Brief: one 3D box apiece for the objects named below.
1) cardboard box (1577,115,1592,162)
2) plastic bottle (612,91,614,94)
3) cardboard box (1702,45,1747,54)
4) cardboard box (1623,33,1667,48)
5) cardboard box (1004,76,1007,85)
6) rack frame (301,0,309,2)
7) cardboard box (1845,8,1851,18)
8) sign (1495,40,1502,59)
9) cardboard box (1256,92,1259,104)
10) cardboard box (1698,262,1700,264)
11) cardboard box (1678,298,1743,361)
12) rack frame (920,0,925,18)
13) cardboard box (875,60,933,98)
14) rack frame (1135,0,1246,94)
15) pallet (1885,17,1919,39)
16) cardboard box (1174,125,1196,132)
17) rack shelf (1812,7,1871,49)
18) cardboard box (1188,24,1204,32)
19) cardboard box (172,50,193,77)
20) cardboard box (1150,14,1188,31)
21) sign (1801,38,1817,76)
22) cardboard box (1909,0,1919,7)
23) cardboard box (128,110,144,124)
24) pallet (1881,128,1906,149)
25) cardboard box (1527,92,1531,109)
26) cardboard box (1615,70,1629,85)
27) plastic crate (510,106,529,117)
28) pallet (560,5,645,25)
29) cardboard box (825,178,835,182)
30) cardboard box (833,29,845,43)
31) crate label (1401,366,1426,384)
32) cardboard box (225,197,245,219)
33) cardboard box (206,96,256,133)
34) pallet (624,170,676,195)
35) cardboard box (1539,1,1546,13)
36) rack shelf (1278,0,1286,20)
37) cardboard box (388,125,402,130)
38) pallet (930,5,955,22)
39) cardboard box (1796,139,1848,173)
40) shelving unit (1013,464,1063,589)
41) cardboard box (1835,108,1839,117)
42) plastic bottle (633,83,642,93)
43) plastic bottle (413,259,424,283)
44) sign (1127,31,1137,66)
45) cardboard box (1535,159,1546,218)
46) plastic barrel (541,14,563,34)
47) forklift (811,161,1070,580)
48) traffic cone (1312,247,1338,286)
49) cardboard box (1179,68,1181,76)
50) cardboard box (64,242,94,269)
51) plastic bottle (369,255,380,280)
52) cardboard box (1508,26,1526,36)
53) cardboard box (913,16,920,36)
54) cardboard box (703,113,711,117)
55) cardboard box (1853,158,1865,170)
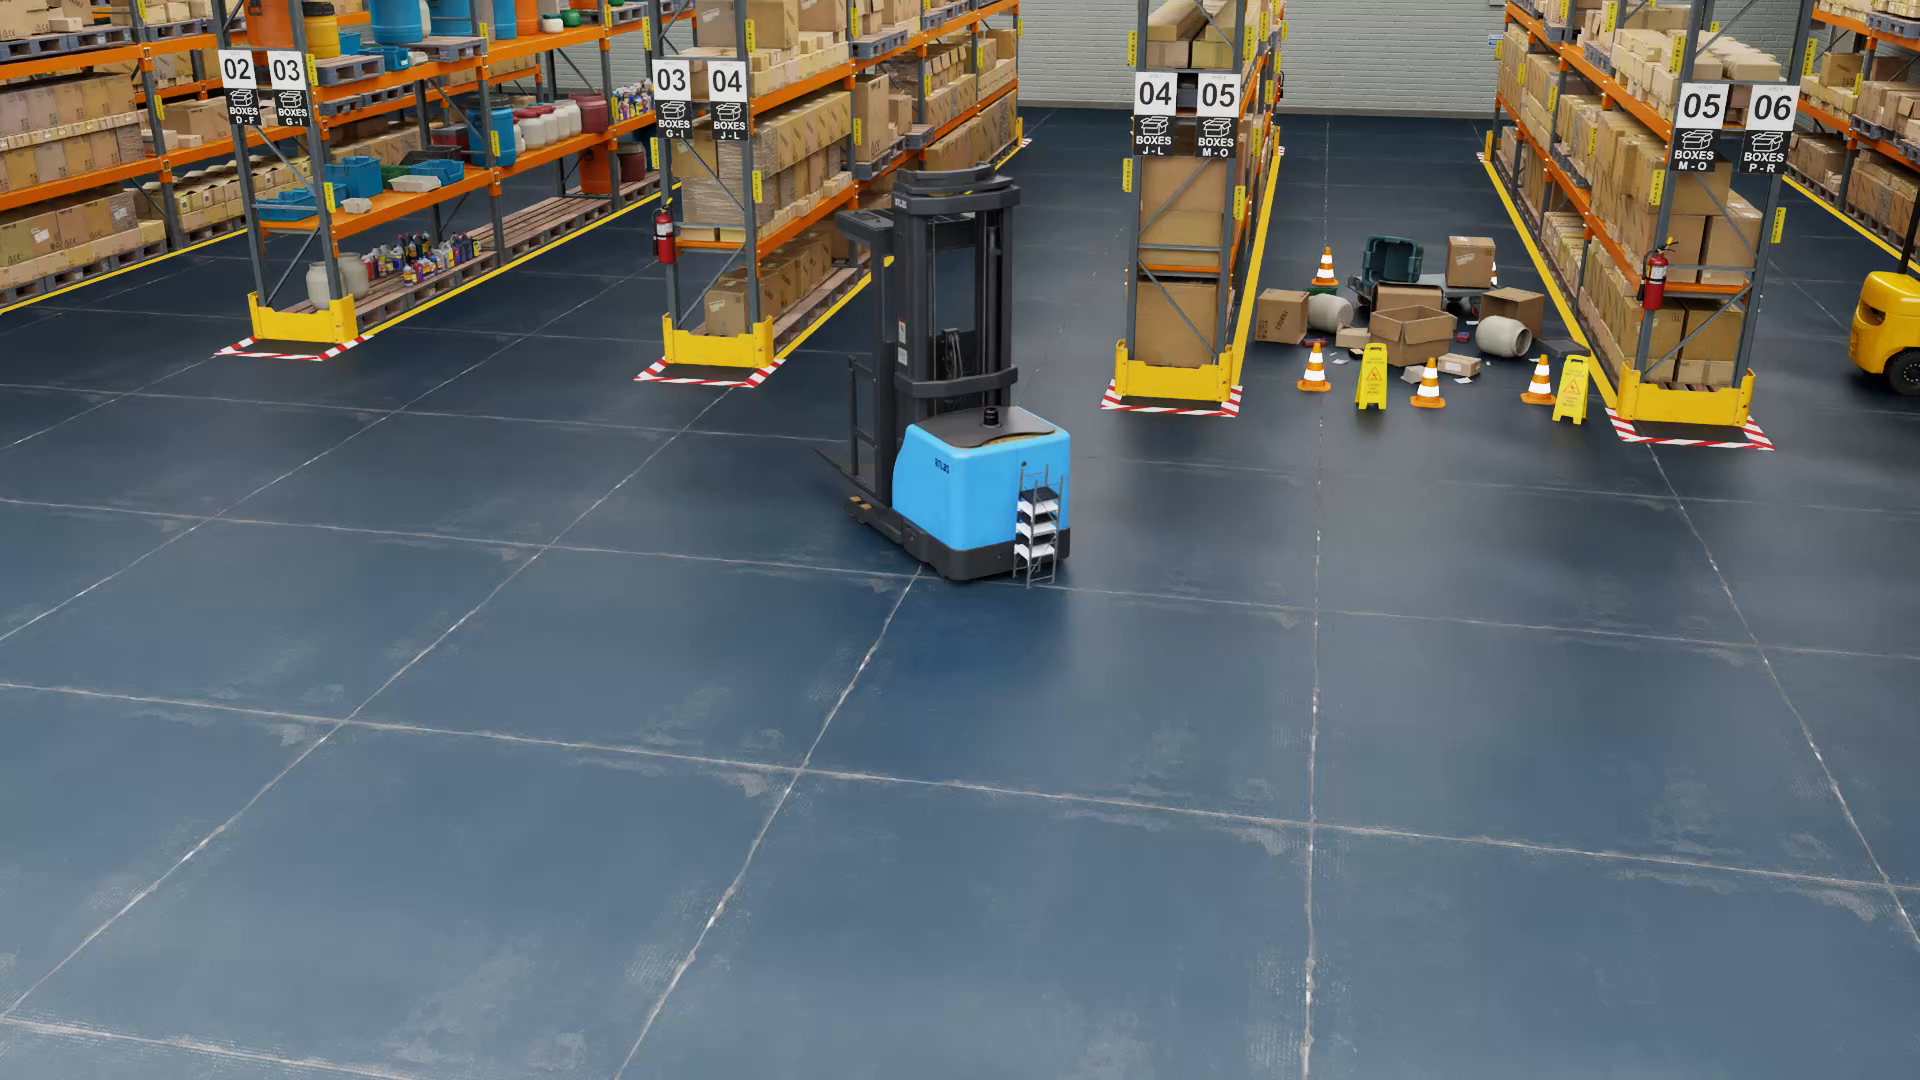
[{"bbox_3d":[7.952,-4.961,20.564,0.500,0.500,0.500,5,23,13],"label":"cardboard box"},{"bbox_3d":[-5.821,-7.386,27.849,0.097,0.271,0.097,0,22,0],"label":"plastic bottle"},{"bbox_3d":[7.668,-4.877,16.701,0.380,0.149,0.250,5,22,12],"label":"cardboard box"},{"bbox_3d":[7.400,-5.387,17.969,0.380,0.149,0.250,4,22,9],"label":"cardboard box"},{"bbox_3d":[0.661,-8.525,30.842,0.380,0.149,0.250,4,22,10],"label":"cardboard box"},{"bbox_3d":[-10.711,-9.784,25.601,1.000,3.000,0.127,4,22,11],"label":"rack frame"},{"bbox_3d":[14.447,-8.468,26.686,0.380,0.149,0.250,5,22,11],"label":"cardboard box"},{"bbox_3d":[9.778,-8.898,30.166,0.100,0.325,0.005,4,22,11],"label":"sign"},{"bbox_3d":[4.211,-6.526,24.520,0.380,0.149,0.250,4,22,11],"label":"cardboard box"},{"bbox_3d":[7.364,-2.649,16.251,0.380,0.149,0.250,5,22,12],"label":"cardboard box"},{"bbox_3d":[7.495,-2.113,16.700,0.500,0.500,0.500,4,22,9],"label":"cardboard box"},{"bbox_3d":[-1.014,-9.027,23.723,1.000,3.000,0.127,4,22,11],"label":"rack frame"},{"bbox_3d":[-0.849,-7.022,25.298,0.797,0.503,0.637,5,23,13],"label":"cardboard box"},{"bbox_3d":[2.189,-5.686,15.427,1.000,3.000,0.127,4,22,11],"label":"rack frame"},{"bbox_3d":[13.953,-7.266,23.617,1.213,0.211,1.003,4,22,11],"label":"pallet"},{"bbox_3d":[2.552,-4.213,18.154,0.875,0.550,0.500,4,22,11],"label":"cardboard box"},{"bbox_3d":[14.772,-8.364,27.054,1.077,0.370,4.000,4,22,11],"label":"rack shelf"},{"bbox_3d":[2.324,-5.356,17.728,0.500,0.250,0.500,5,22,11],"label":"cardboard box"},{"bbox_3d":[-14.593,-8.846,30.743,0.500,0.500,0.500,4,22,10],"label":"cardboard box"},{"bbox_3d":[2.133,-5.310,17.080,0.380,0.149,0.250,5,22,11],"label":"cardboard box"},{"bbox_3d":[7.586,-4.319,14.877,0.100,0.325,0.005,4,22,11],"label":"sign"},{"bbox_3d":[13.617,-7.585,23.400,0.380,0.149,0.250,5,22,11],"label":"cardboard box"},{"bbox_3d":[-11.373,-5.770,22.662,0.380,0.149,0.250,4,22,11],"label":"cardboard box"},{"bbox_3d":[13.940,-5.735,23.834,1.003,0.211,1.213,4,22,11],"label":"pallet"},{"bbox_3d":[9.059,-6.782,25.710,0.500,0.250,0.500,5,22,12],"label":"cardboard box"},{"bbox_3d":[7.457,-5.114,18.358,0.380,0.149,0.250,4,22,11],"label":"cardboard box"},{"bbox_3d":[-6.492,-6.084,24.359,0.402,0.464,0.583,4,22,11],"label":"plastic crate"},{"bbox_3d":[-5.611,-8.198,25.932,1.003,0.211,1.213,4,22,11],"label":"pallet"},{"bbox_3d":[-1.757,-4.386,20.566,0.380,0.149,0.250,4,22,11],"label":"cardboard box"},{"bbox_3d":[-1.614,-6.147,20.254,0.380,0.149,0.250,5,23,13],"label":"cardboard box"},{"bbox_3d":[4.824,-1.744,17.499,0.250,0.136,0.298,-7,23,-17],"label":"crate label"},{"bbox_3d":[-10.994,-4.963,24.779,0.500,0.250,0.500,4,22,9],"label":"cardboard box"},{"bbox_3d":[-11.038,-6.433,25.176,0.500,0.500,0.500,3,22,8],"label":"cardboard box"},{"bbox_3d":[-5.492,-6.065,28.130,1.003,0.211,1.213,4,22,11],"label":"pallet"},{"bbox_3d":[8.903,-7.994,24.922,0.380,0.166,0.250,3,22,7],"label":"cardboard box"},{"bbox_3d":[5.045,-9.081,28.835,1.077,0.370,4.000,4,22,11],"label":"rack shelf"},{"bbox_3d":[-10.330,-7.154,29.859,0.500,0.500,0.500,5,22,12],"label":"cardboard box"},{"bbox_3d":[-0.709,-8.197,25.929,1.003,0.211,1.213,6,23,13],"label":"pallet"},{"bbox_3d":[14.750,-6.547,28.378,0.700,0.500,0.500,5,23,13],"label":"cardboard box"},{"bbox_3d":[0.578,-0.100,12.374,0.258,0.900,0.210,-12,31,-27],"label":"shelving unit"},{"bbox_3d":[14.323,-6.882,26.762,0.380,0.149,0.250,5,22,12],"label":"cardboard box"},{"bbox_3d":[-5.589,-7.753,28.756,0.152,0.276,0.135,4,22,11],"label":"plastic bottle"},{"bbox_3d":[-6.756,-3.361,20.731,0.061,0.283,0.133,5,22,12],"label":"plastic bottle"},{"bbox_3d":[1.660,-4.715,15.952,0.100,0.325,0.005,4,22,11],"label":"sign"},{"bbox_3d":[9.096,-5.270,24.707,0.875,0.875,0.875,5,22,12],"label":"cardboard box"},{"bbox_3d":[-5.894,-7.466,24.047,0.301,0.262,0.301,0,22,0],"label":"plastic barrel"},{"bbox_3d":[-0.305,-1.566,13.318,1.130,2.935,3.031,-12,25,-27],"label":"forklift"},{"bbox_3d":[4.757,-3.565,21.586,0.336,0.463,0.334,4,22,11],"label":"traffic cone"},{"bbox_3d":[2.029,-4.753,16.766,0.380,0.149,0.250,5,22,12],"label":"cardboard box"},{"bbox_3d":[-11.709,-3.722,21.699,0.500,0.250,0.500,4,22,11],"label":"cardboard box"},{"bbox_3d":[-7.367,-3.428,20.896,0.061,0.283,0.133,4,22,11],"label":"plastic bottle"},{"bbox_3d":[9.827,-8.930,29.170,0.380,0.149,0.250,5,23,13],"label":"cardboard box"},{"bbox_3d":[-0.871,-7.374,23.833,0.500,0.250,0.500,5,22,11],"label":"cardboard box"},{"bbox_3d":[-2.575,-4.553,18.773,0.500,0.500,0.500,4,22,11],"label":"cardboard box"},{"bbox_3d":[14.030,-5.800,25.656,0.380,0.149,0.250,6,23,13],"label":"cardboard box"}]
